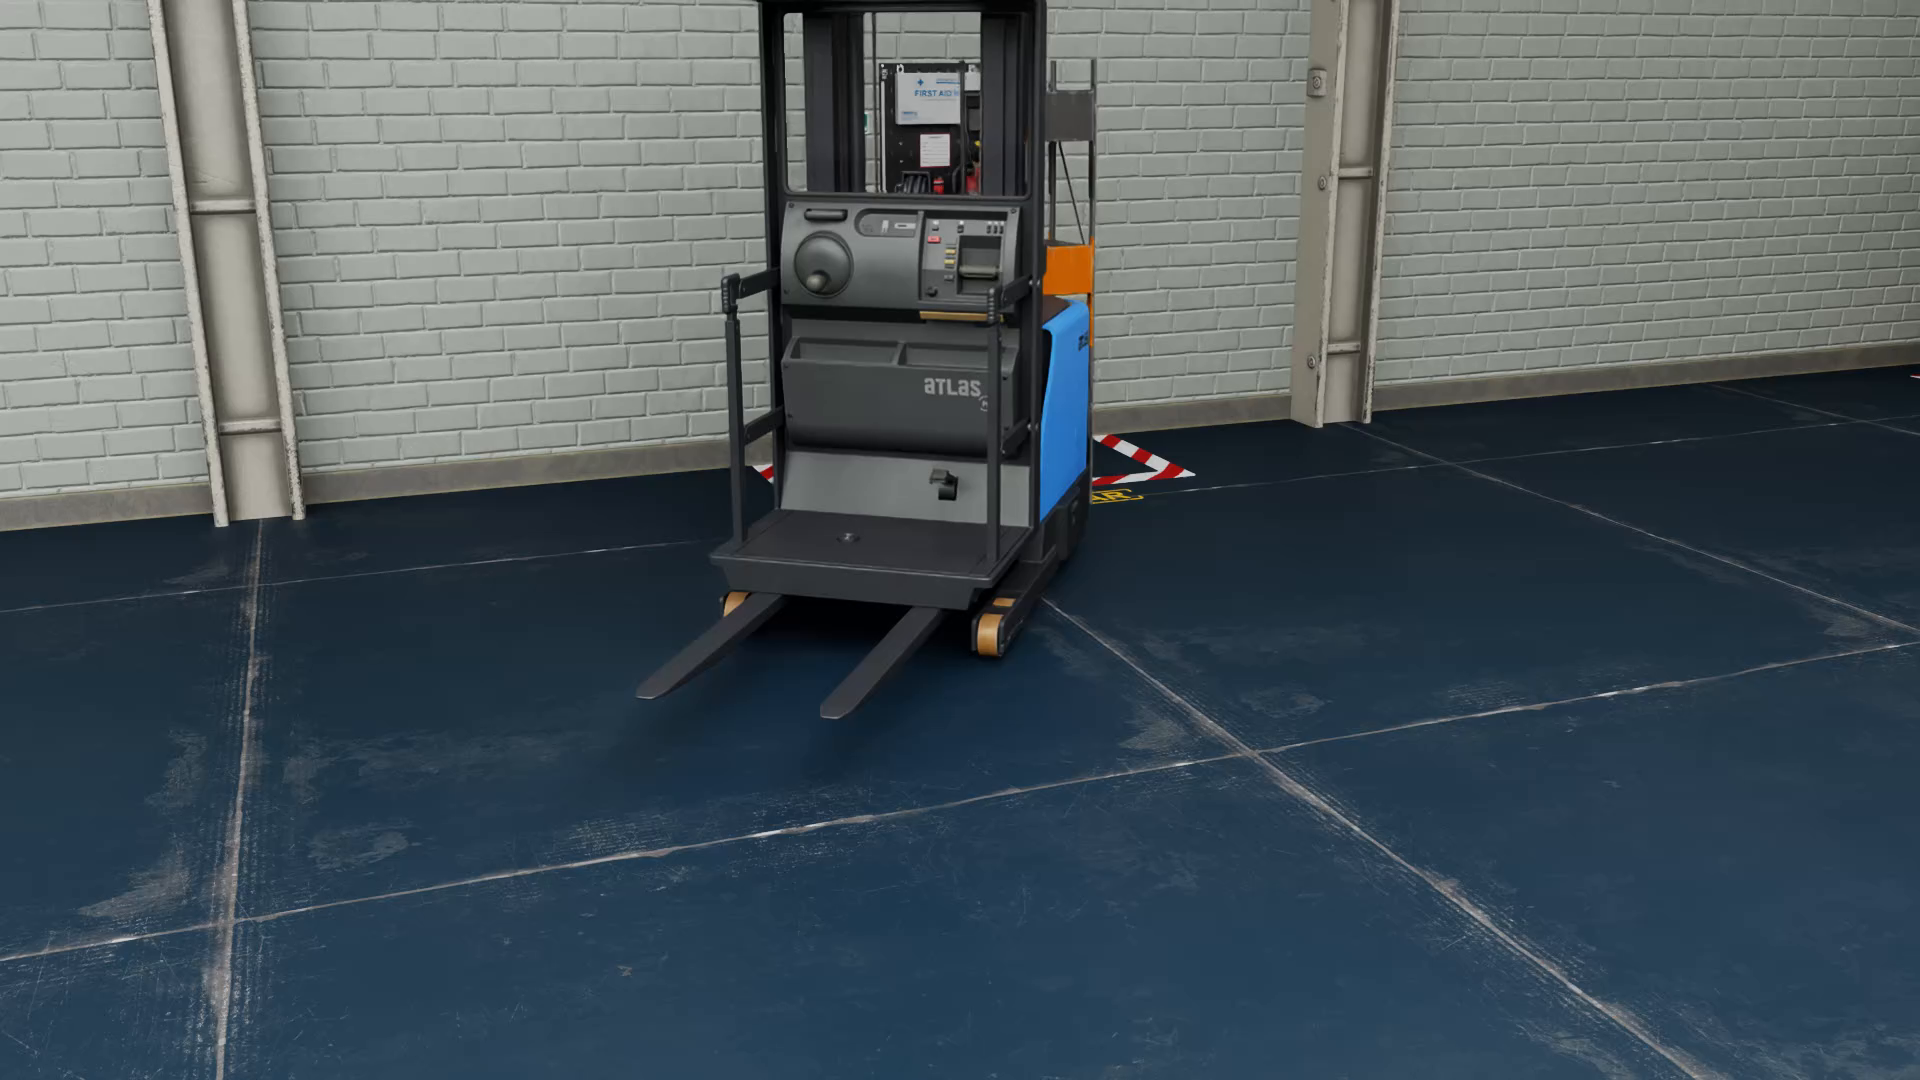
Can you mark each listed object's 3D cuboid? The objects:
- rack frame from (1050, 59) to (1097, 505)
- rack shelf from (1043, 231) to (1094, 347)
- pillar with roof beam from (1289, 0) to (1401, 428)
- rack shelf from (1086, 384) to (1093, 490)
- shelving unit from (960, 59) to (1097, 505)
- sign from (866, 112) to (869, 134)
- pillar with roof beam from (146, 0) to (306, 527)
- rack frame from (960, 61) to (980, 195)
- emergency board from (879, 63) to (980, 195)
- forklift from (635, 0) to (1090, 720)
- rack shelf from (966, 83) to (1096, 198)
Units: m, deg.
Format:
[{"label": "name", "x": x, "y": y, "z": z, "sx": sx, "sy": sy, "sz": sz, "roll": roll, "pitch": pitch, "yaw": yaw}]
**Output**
[{"label": "rack frame", "x": 0.540, "y": -1.232, "z": 8.049, "sx": 0.015, "sy": 2.100, "sz": 0.400, "roll": -8, "pitch": 17, "yaw": -26}, {"label": "rack shelf", "x": 0.324, "y": -1.187, "z": 7.944, "sx": 0.480, "sy": 0.518, "sz": 0.431, "roll": -8, "pitch": 17, "yaw": -26}, {"label": "pillar with roof beam", "x": 3.777, "y": -3.912, "z": 4.948, "sx": 0.400, "sy": 9.000, "sz": 9.100, "roll": -6, "pitch": 17, "yaw": -20}, {"label": "rack shelf", "x": 0.330, "y": -0.512, "z": 8.130, "sx": 0.480, "sy": 0.518, "sz": 0.431, "roll": -8, "pitch": 17, "yaw": -26}, {"label": "shelving unit", "x": 0.323, "y": -1.200, "z": 7.941, "sx": 0.503, "sy": 2.100, "sz": 0.431, "roll": -8, "pitch": 17, "yaw": -26}, {"label": "sign", "x": -0.631, "y": -2.168, "z": 8.652, "sx": 0.331, "sy": 0.109, "sz": 0.001, "roll": -6, "pitch": 17, "yaw": -20}, {"label": "pillar with roof beam", "x": -1.826, "y": -3.307, "z": 2.888, "sx": 0.400, "sy": 9.000, "sz": 9.100, "roll": -6, "pitch": 17, "yaw": -20}, {"label": "rack frame", "x": 0.107, "y": -1.168, "z": 7.833, "sx": 0.015, "sy": 2.100, "sz": 0.400, "roll": -8, "pitch": 17, "yaw": -26}, {"label": "emergency board", "x": -0.085, "y": -1.927, "z": 8.836, "sx": 0.643, "sy": 1.169, "sz": 0.194, "roll": -6, "pitch": 17, "yaw": -20}, {"label": "forklift", "x": -0.287, "y": -1.093, "z": 6.119, "sx": 1.130, "sy": 2.935, "sz": 3.031, "roll": 4, "pitch": 17, "yaw": 15}, {"label": "rack shelf", "x": 0.317, "y": -1.862, "z": 7.759, "sx": 0.480, "sy": 0.518, "sz": 0.431, "roll": -8, "pitch": 17, "yaw": -26}]
